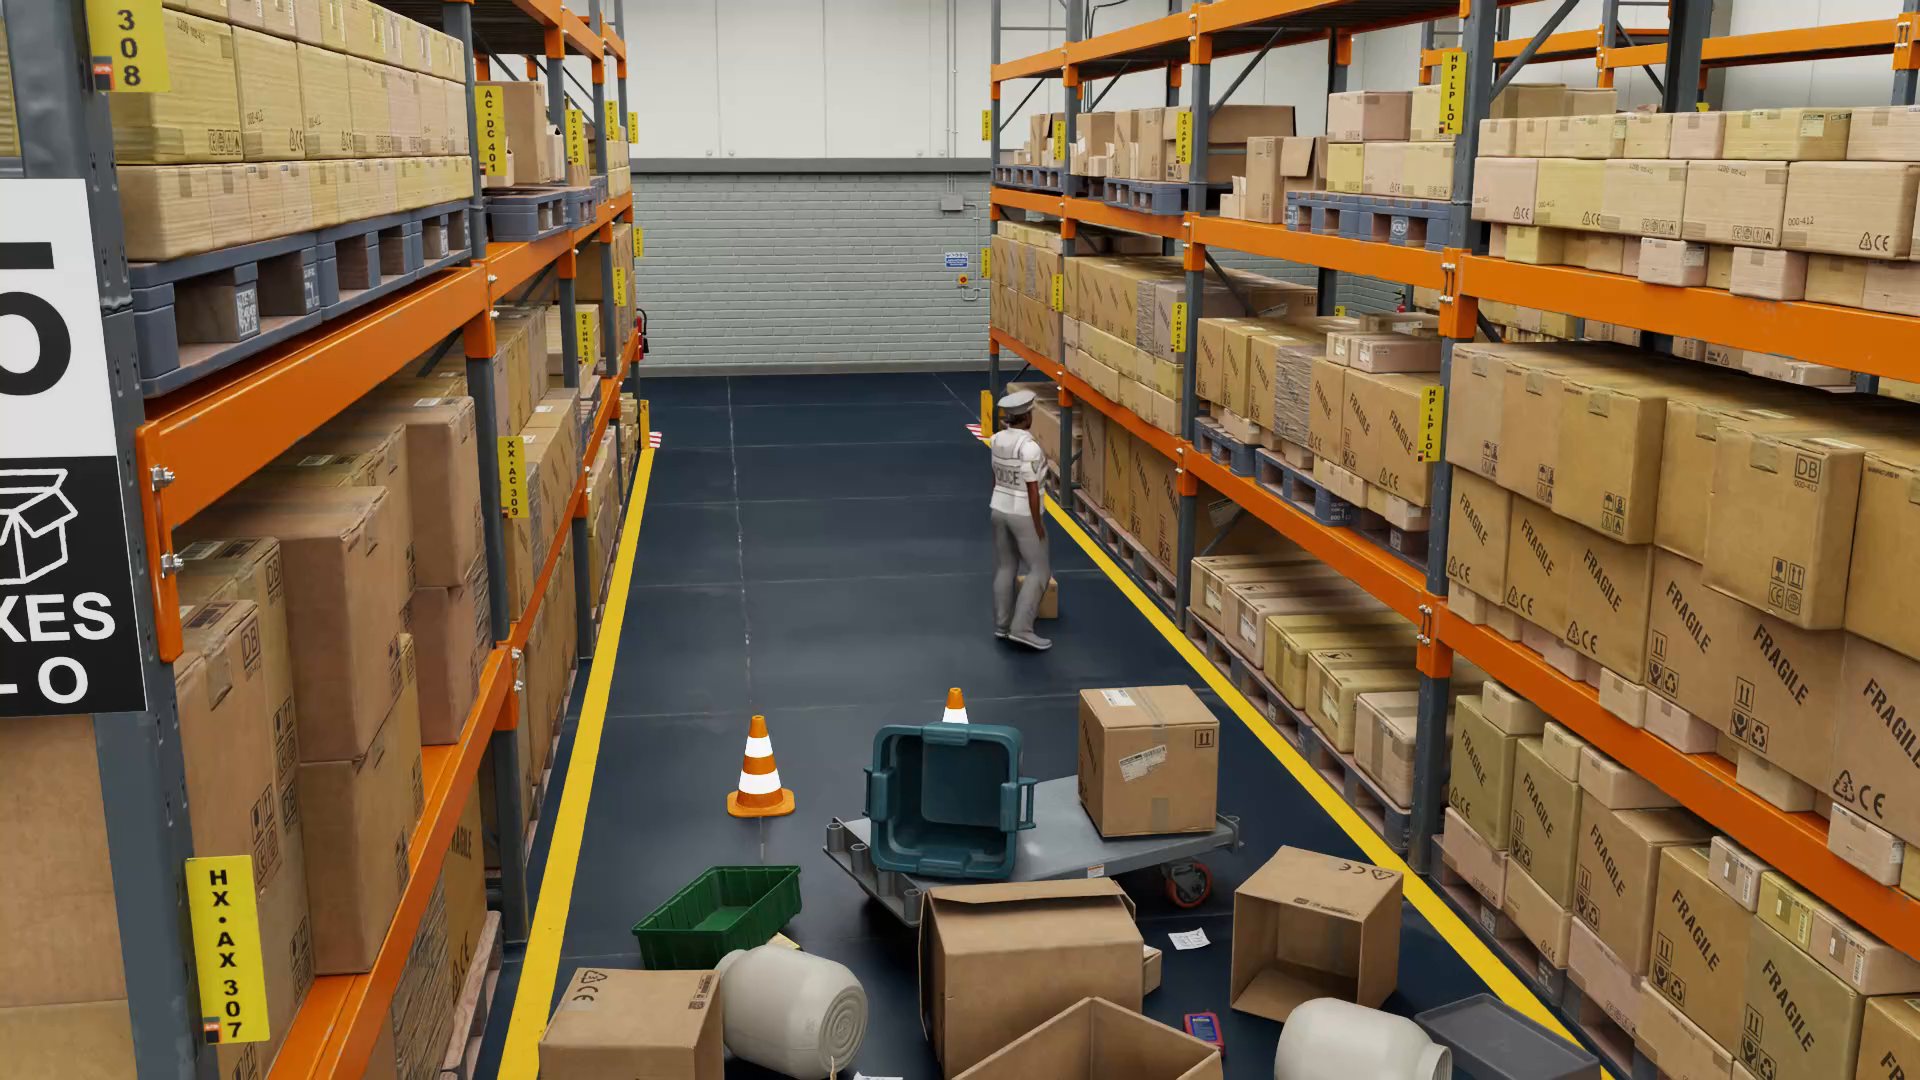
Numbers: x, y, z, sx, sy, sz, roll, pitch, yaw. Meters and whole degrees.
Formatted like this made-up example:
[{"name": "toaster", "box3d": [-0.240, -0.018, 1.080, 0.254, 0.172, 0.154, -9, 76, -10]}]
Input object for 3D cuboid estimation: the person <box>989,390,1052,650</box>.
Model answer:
[{"name": "person", "box3d": [0.408, -0.137, 11.011, 0.399, 1.683, 0.588, -11, 17, -39]}]
